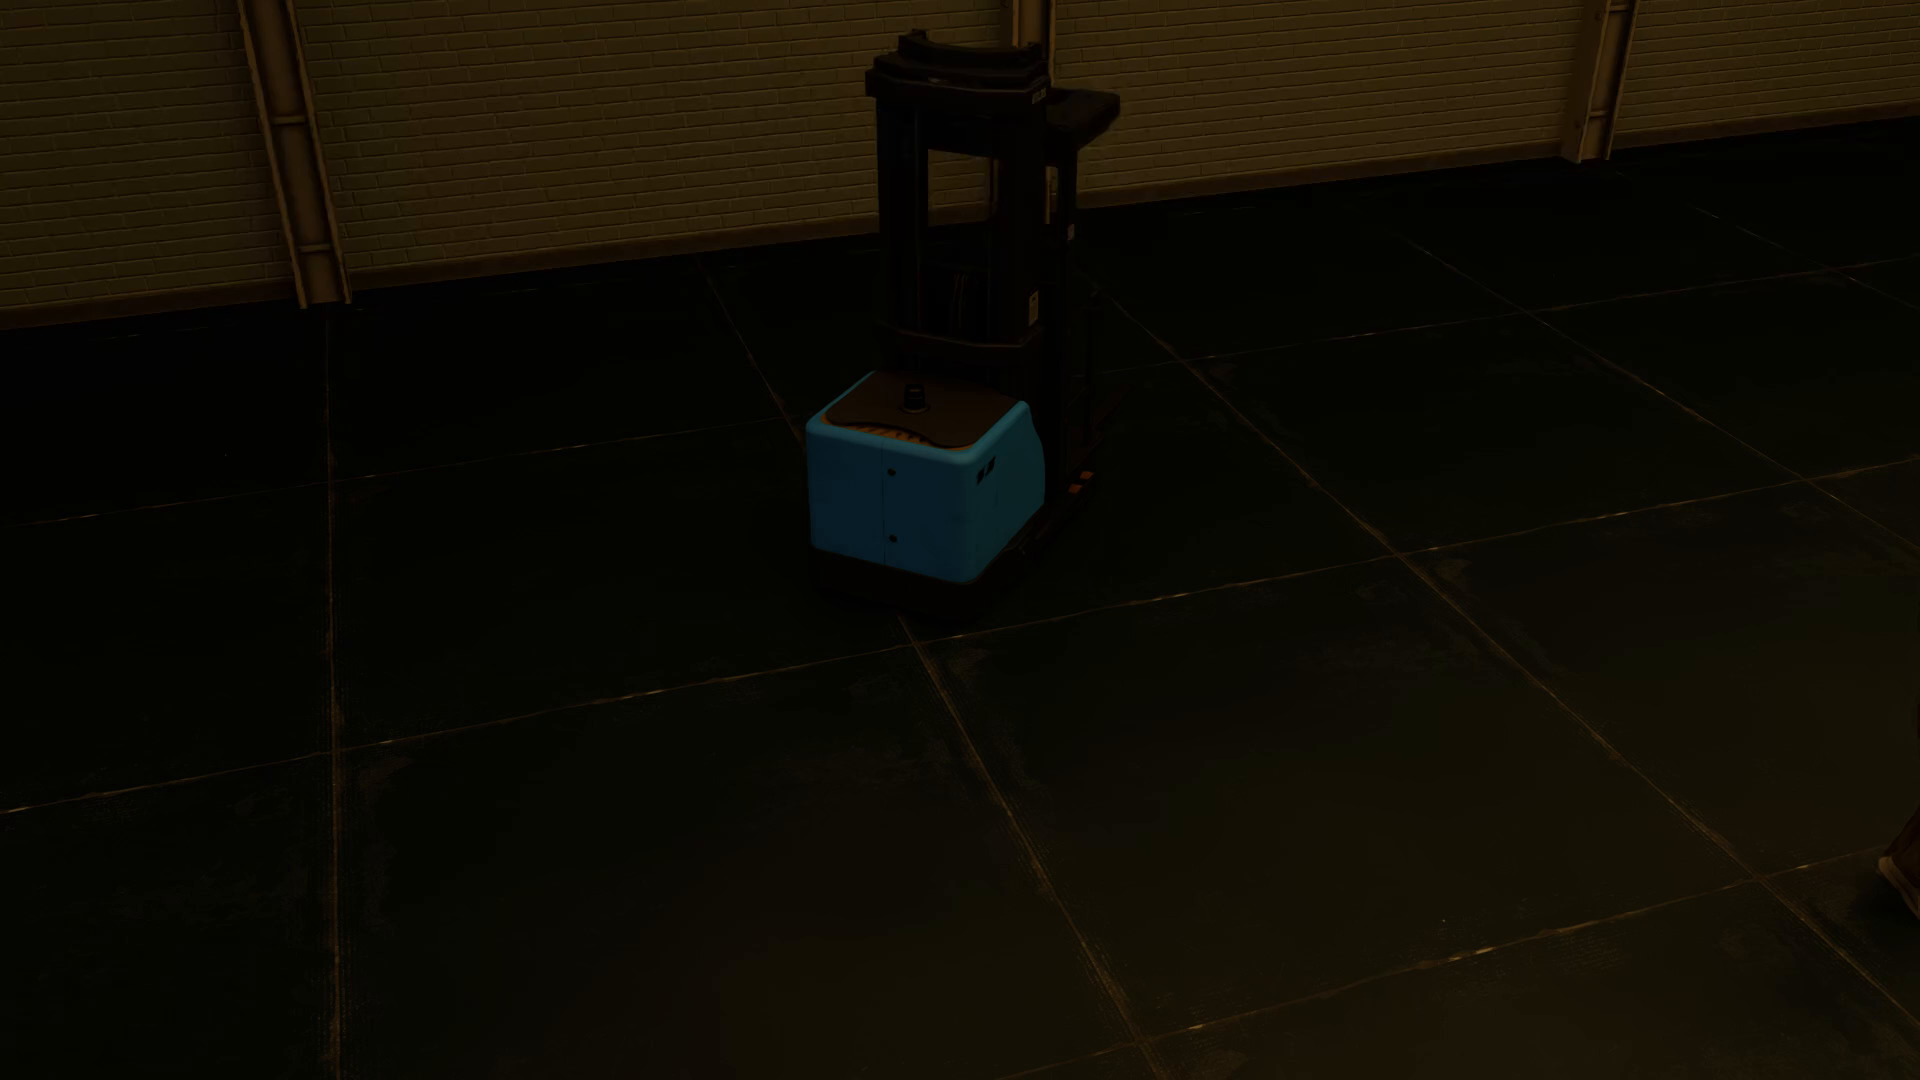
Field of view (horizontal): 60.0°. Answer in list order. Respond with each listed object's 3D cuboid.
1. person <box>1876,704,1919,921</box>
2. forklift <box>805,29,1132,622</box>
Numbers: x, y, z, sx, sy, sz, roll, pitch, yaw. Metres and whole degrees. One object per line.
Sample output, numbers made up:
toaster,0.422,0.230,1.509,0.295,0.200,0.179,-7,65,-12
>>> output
person,4.227,0.772,6.958,0.498,1.767,0.850,10,31,17
forklift,0.230,-1.537,9.759,1.130,2.935,3.031,13,32,22
